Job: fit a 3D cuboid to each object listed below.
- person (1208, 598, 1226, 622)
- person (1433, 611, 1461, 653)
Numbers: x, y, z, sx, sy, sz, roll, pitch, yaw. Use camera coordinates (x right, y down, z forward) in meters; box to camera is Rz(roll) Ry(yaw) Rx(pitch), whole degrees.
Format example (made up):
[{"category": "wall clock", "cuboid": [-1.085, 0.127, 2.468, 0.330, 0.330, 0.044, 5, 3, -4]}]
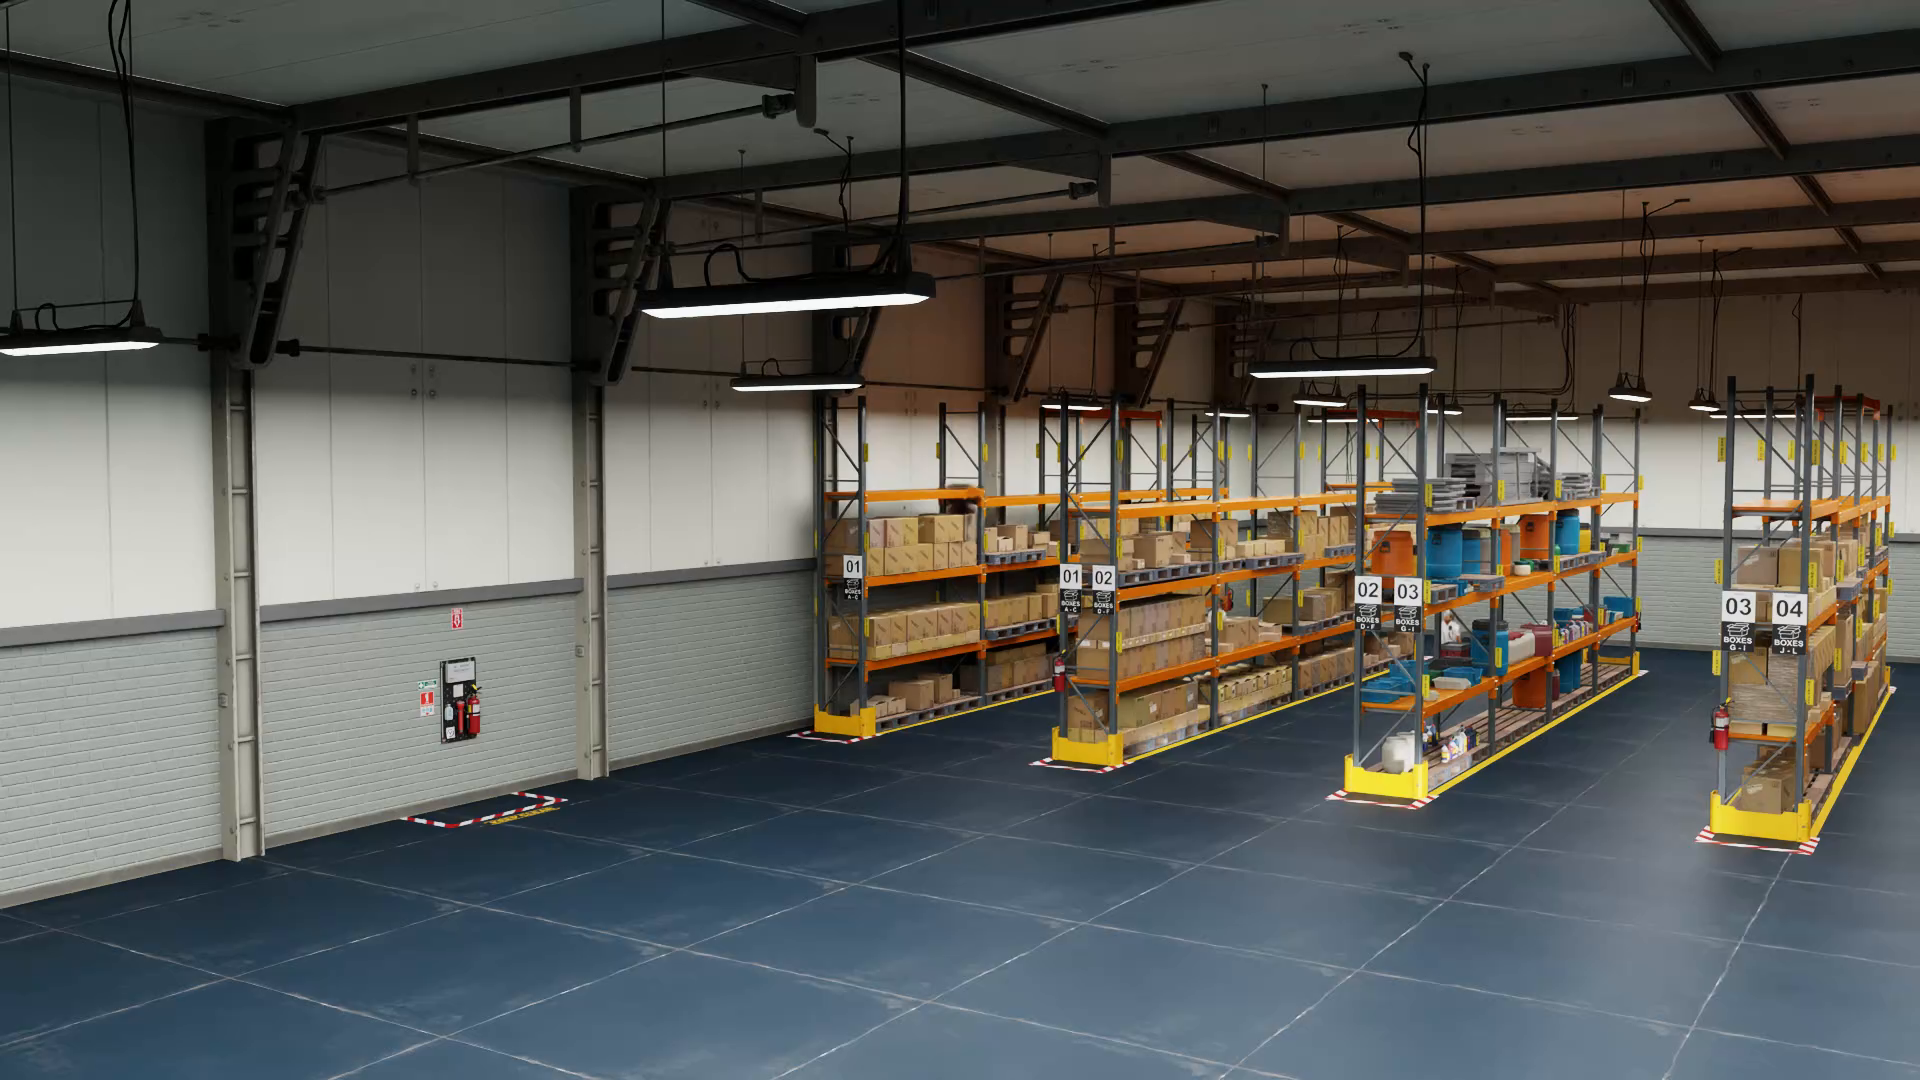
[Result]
[{"category": "person", "cuboid": [5.962, 2.142, 38.534, 0.506, 1.651, 0.708, 2, 3, 29]}, {"category": "person", "cuboid": [10.456, 2.318, 35.674, 0.555, 1.618, 0.940, 1, 3, 26]}]
